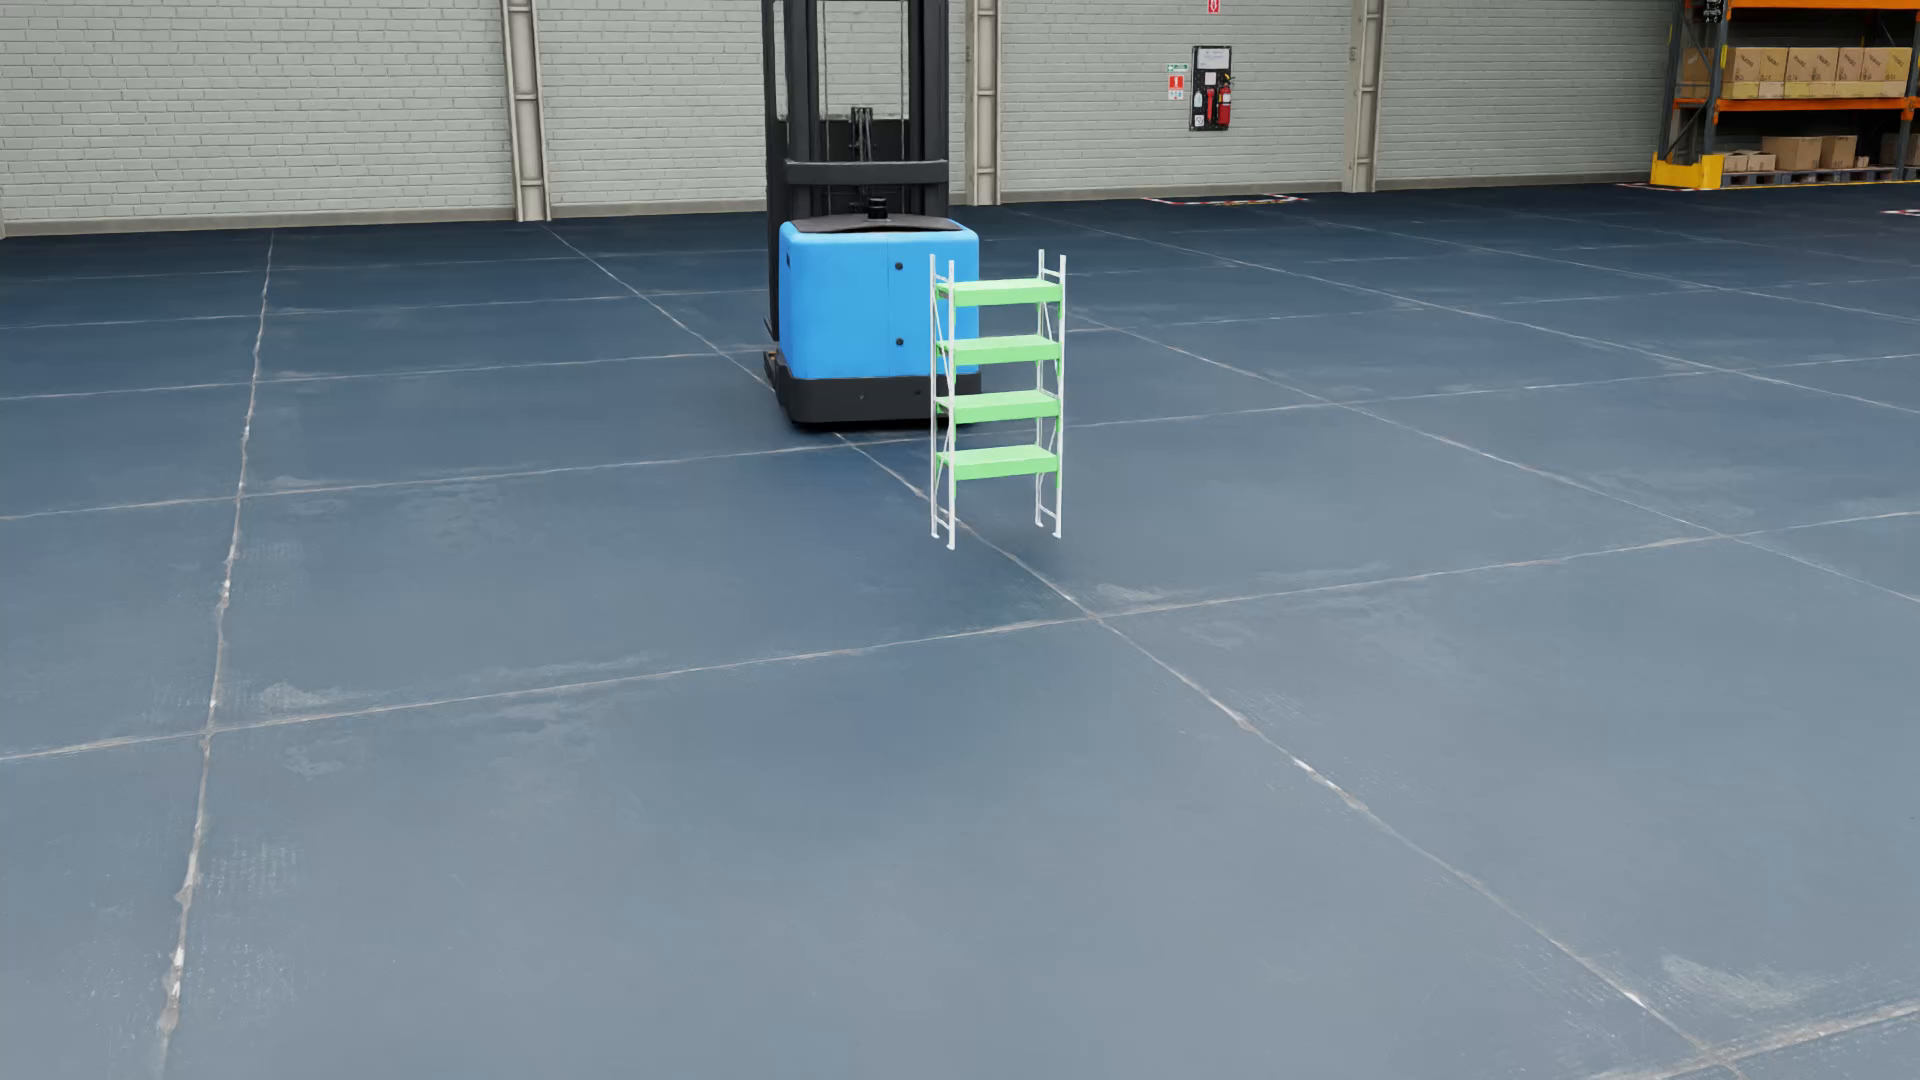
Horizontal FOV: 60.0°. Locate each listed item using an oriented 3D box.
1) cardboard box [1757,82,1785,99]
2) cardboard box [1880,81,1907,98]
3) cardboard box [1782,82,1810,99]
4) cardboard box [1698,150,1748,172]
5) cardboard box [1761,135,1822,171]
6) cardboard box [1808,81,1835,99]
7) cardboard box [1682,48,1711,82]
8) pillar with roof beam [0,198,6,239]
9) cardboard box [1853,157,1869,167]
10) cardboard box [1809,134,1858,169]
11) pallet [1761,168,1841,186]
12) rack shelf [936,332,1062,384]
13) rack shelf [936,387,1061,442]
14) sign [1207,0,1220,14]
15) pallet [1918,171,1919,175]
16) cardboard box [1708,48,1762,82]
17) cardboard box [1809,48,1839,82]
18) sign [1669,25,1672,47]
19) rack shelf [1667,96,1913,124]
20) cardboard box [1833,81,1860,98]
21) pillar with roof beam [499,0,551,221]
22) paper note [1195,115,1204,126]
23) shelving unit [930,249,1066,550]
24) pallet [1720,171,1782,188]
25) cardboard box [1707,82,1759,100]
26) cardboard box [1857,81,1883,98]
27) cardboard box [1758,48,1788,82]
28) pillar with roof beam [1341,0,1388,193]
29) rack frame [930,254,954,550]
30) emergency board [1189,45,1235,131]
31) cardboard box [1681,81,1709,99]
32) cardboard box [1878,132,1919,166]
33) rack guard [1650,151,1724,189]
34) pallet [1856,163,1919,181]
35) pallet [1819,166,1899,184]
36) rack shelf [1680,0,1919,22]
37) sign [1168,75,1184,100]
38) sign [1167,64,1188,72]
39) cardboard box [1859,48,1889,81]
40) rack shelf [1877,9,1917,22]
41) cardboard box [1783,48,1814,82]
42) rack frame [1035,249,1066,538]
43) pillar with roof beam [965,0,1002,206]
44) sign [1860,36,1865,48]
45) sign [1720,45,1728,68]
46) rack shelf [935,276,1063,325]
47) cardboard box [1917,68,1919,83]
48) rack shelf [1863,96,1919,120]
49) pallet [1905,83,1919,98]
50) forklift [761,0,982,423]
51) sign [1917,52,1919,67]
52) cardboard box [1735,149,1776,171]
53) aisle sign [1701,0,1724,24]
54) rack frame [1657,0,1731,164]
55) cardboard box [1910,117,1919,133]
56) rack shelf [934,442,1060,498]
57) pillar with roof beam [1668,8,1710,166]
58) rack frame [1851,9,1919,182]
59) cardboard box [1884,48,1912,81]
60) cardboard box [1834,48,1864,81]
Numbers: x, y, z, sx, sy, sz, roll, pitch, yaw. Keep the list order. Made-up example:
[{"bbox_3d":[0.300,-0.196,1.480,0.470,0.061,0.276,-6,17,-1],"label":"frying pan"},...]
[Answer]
[{"bbox_3d":[12.223,-6.887,25.459,0.500,0.250,0.500,-7,18,-22],"label":"cardboard box"},{"bbox_3d":[14.575,-7.141,26.324,0.500,0.250,0.500,-6,17,-20],"label":"cardboard box"},{"bbox_3d":[12.701,-6.937,25.628,0.500,0.250,0.500,-6,18,-21],"label":"cardboard box"},{"bbox_3d":[11.852,-5.895,25.840,0.500,0.311,0.500,-8,18,-26],"label":"cardboard box"},{"bbox_3d":[13.087,-6.104,26.216,0.500,0.500,0.700,-7,18,-24],"label":"cardboard box"},{"bbox_3d":[13.173,-6.988,25.800,0.500,0.250,0.500,-6,17,-20],"label":"cardboard box"},{"bbox_3d":[11.538,-7.329,25.631,0.500,0.500,0.500,-6,18,-21],"label":"cardboard box"},{"bbox_3d":[-9.353,-6.552,13.440,0.400,9.000,9.100,-6,17,-20],"label":"pillar with roof beam"},{"bbox_3d":[14.420,-6.121,26.866,0.250,0.166,0.380,-9,18,-27],"label":"cardboard box"},{"bbox_3d":[13.954,-6.228,26.638,0.500,0.500,0.500,-8,18,-24],"label":"cardboard box"},{"bbox_3d":[13.153,-5.792,26.448,1.213,0.211,1.003,-6,17,-20],"label":"pallet"},{"bbox_3d":[0.155,-0.761,6.936,0.480,0.148,0.258,-6,17,-20],"label":"rack shelf"},{"bbox_3d":[0.155,-0.531,7.004,0.480,0.148,0.258,-6,17,-20],"label":"rack shelf"},{"bbox_3d":[3.551,-7.520,23.267,0.199,0.298,0.001,-6,17,-20],"label":"sign"},{"bbox_3d":[16.776,-6.196,27.824,1.213,0.211,1.003,-6,17,-20],"label":"pallet"},{"bbox_3d":[11.727,-7.194,25.174,0.500,0.500,0.500,-6,17,-20],"label":"cardboard box"},{"bbox_3d":[13.155,-7.347,25.694,0.500,0.500,0.500,-6,17,-18],"label":"cardboard box"},{"bbox_3d":[10.994,-7.783,25.663,0.005,0.325,0.100,-6,17,-20],"label":"sign"},{"bbox_3d":[13.041,-6.784,26.154,4.000,0.370,1.077,-6,17,-20],"label":"rack shelf"},{"bbox_3d":[13.643,-7.039,25.974,0.500,0.250,0.500,-6,17,-20],"label":"cardboard box"},{"bbox_3d":[-3.750,-7.157,15.499,0.400,9.000,9.100,-6,17,-20],"label":"pillar with roof beam"},{"bbox_3d":[3.404,-5.960,23.633,0.142,0.148,0.016,-6,17,-20],"label":"paper note"},{"bbox_3d":[0.155,-0.592,6.986,0.503,1.200,0.258,-6,17,-20],"label":"shelving unit"},{"bbox_3d":[12.016,-5.670,26.033,1.213,0.211,1.003,-6,17,-20],"label":"pallet"},{"bbox_3d":[11.743,-6.831,25.268,0.500,0.250,0.500,-7,18,-22],"label":"cardboard box"},{"bbox_3d":[14.107,-7.093,26.160,0.500,0.250,0.500,-6,17,-20],"label":"cardboard box"},{"bbox_3d":[12.192,-7.242,25.334,0.500,0.500,0.500,-6,17,-20],"label":"cardboard box"},{"bbox_3d":[7.456,-8.367,19.619,0.400,9.000,9.100,-6,17,-20],"label":"pillar with roof beam"},{"bbox_3d":[-0.073,-0.568,6.902,0.015,1.200,0.240,-6,17,-20],"label":"rack frame"},{"bbox_3d":[3.594,-6.382,23.508,0.643,1.169,0.194,-6,17,-20],"label":"emergency board"},{"bbox_3d":[11.541,-6.964,25.719,0.500,0.250,0.500,-6,17,-19],"label":"cardboard box"},{"bbox_3d":[15.590,-6.422,27.298,0.500,0.500,0.700,-6,17,-18],"label":"cardboard box"},{"bbox_3d":[11.245,-5.736,25.745,0.348,0.500,1.175,-6,17,-20],"label":"rack guard"},{"bbox_3d":[15.635,-6.072,27.401,1.213,0.211,1.003,-6,17,-20],"label":"pallet"},{"bbox_3d":[14.294,-5.916,26.870,1.213,0.211,1.003,-6,17,-20],"label":"pallet"},{"bbox_3d":[13.041,-8.224,25.732,4.000,0.370,1.077,-6,17,-20],"label":"rack shelf"},{"bbox_3d":[3.041,-6.371,23.405,0.234,0.329,0.001,-6,17,-20],"label":"sign"},{"bbox_3d":[3.048,-6.623,23.324,0.331,0.109,0.001,-6,17,-20],"label":"sign"},{"bbox_3d":[14.114,-7.448,26.036,0.500,0.500,0.500,-6,17,-20],"label":"cardboard box"},{"bbox_3d":[16.776,-8.627,27.105,4.000,0.370,1.077,-6,17,-20],"label":"rack shelf"},{"bbox_3d":[12.677,-7.292,25.506,0.500,0.500,0.500,-7,18,-22],"label":"cardboard box"},{"bbox_3d":[0.382,-0.617,7.070,0.015,1.200,0.240,-6,17,-20],"label":"rack frame"},{"bbox_3d":[1.853,-7.762,17.559,0.400,9.000,9.100,-6,17,-20],"label":"pillar with roof beam"},{"bbox_3d":[14.707,-8.032,27.073,0.005,0.325,0.100,-6,17,-20],"label":"sign"},{"bbox_3d":[11.368,-7.201,24.758,0.005,0.325,0.100,-6,17,-20],"label":"sign"},{"bbox_3d":[0.155,-0.992,6.869,0.480,0.148,0.258,-6,17,-20],"label":"rack shelf"},{"bbox_3d":[15.396,-7.633,26.808,0.500,0.500,0.700,-6,17,-20],"label":"cardboard box"},{"bbox_3d":[16.776,-7.188,27.528,4.000,0.370,1.077,-6,17,-20],"label":"rack shelf"},{"bbox_3d":[15.675,-7.278,26.899,1.213,0.211,1.003,-6,17,-20],"label":"pallet"},{"bbox_3d":[-0.653,-2.413,10.112,1.130,2.935,3.031,-3,17,-10],"label":"forklift"},{"bbox_3d":[15.110,-7.605,26.134,0.005,0.325,0.100,-6,17,-20],"label":"sign"},{"bbox_3d":[12.384,-5.952,26.036,0.500,0.311,0.500,-5,17,-15],"label":"cardboard box"},{"bbox_3d":[11.214,-8.089,24.707,0.004,0.787,0.394,-6,17,-20],"label":"aisle sign"},{"bbox_3d":[11.174,-6.928,25.366,0.127,3.000,1.000,-6,17,-20],"label":"rack frame"},{"bbox_3d":[16.000,-6.827,27.346,0.500,0.250,0.500,-7,18,-21],"label":"cardboard box"},{"bbox_3d":[0.155,-0.301,7.072,0.480,0.148,0.258,-6,17,-20],"label":"rack shelf"},{"bbox_3d":[13.058,-8.972,21.679,0.400,9.000,9.100,-6,17,-20],"label":"pillar with roof beam"},{"bbox_3d":[14.909,-7.331,26.740,0.127,3.000,1.000,-6,17,-20],"label":"rack frame"},{"bbox_3d":[14.578,-7.500,26.213,0.500,0.500,0.500,-6,17,-20],"label":"cardboard box"},{"bbox_3d":[13.640,-7.400,25.873,0.500,0.500,0.500,-7,18,-22],"label":"cardboard box"}]
